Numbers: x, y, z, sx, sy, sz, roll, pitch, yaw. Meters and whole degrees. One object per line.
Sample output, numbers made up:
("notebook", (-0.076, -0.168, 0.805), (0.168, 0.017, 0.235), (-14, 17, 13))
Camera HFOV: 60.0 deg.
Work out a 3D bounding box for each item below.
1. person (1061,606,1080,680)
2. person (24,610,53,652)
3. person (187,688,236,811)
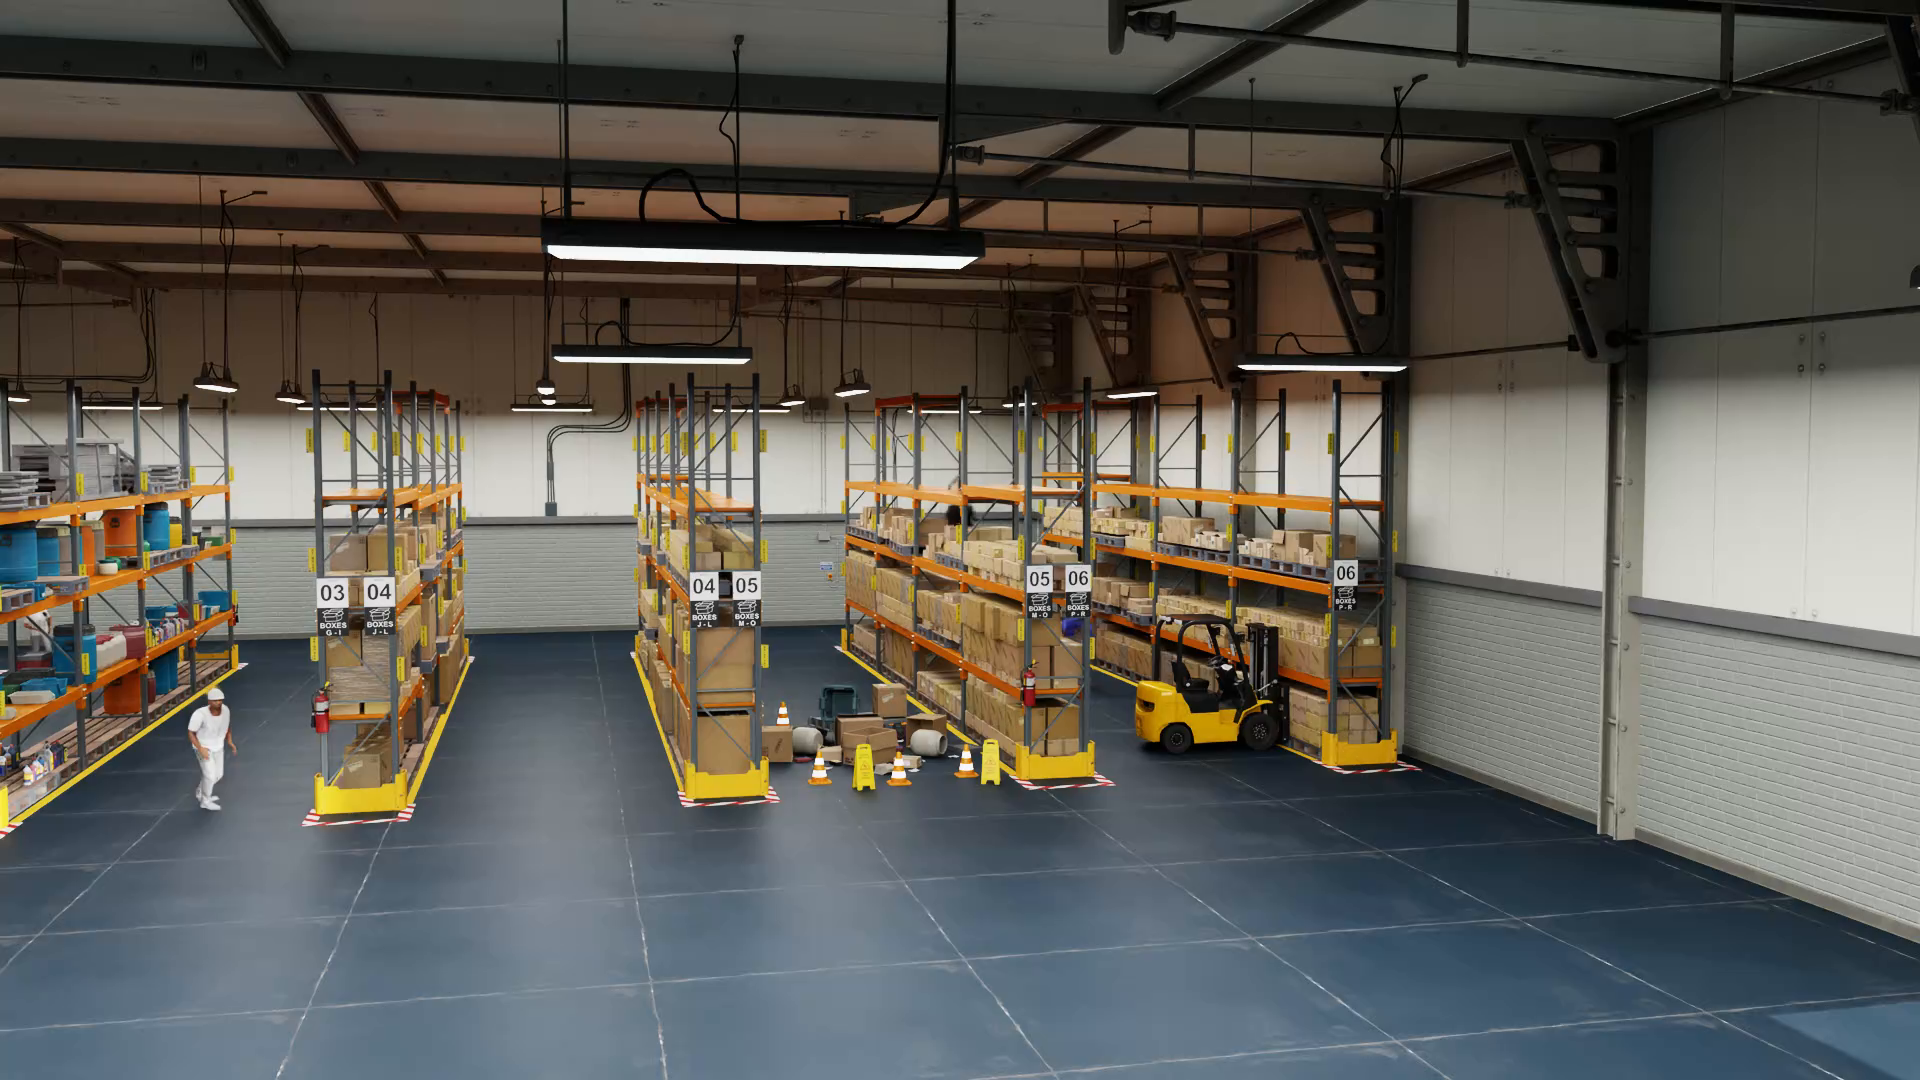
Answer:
("person", (2.354, 2.199, 34.830), (0.557, 1.614, 0.651), (-2, 4, -35))
("person", (-19.929, 2.091, 35.972), (0.567, 1.716, 0.867), (-2, 4, -35))
("person", (-10.280, 2.855, 22.718), (0.791, 1.701, 0.667), (1, 4, 24))
